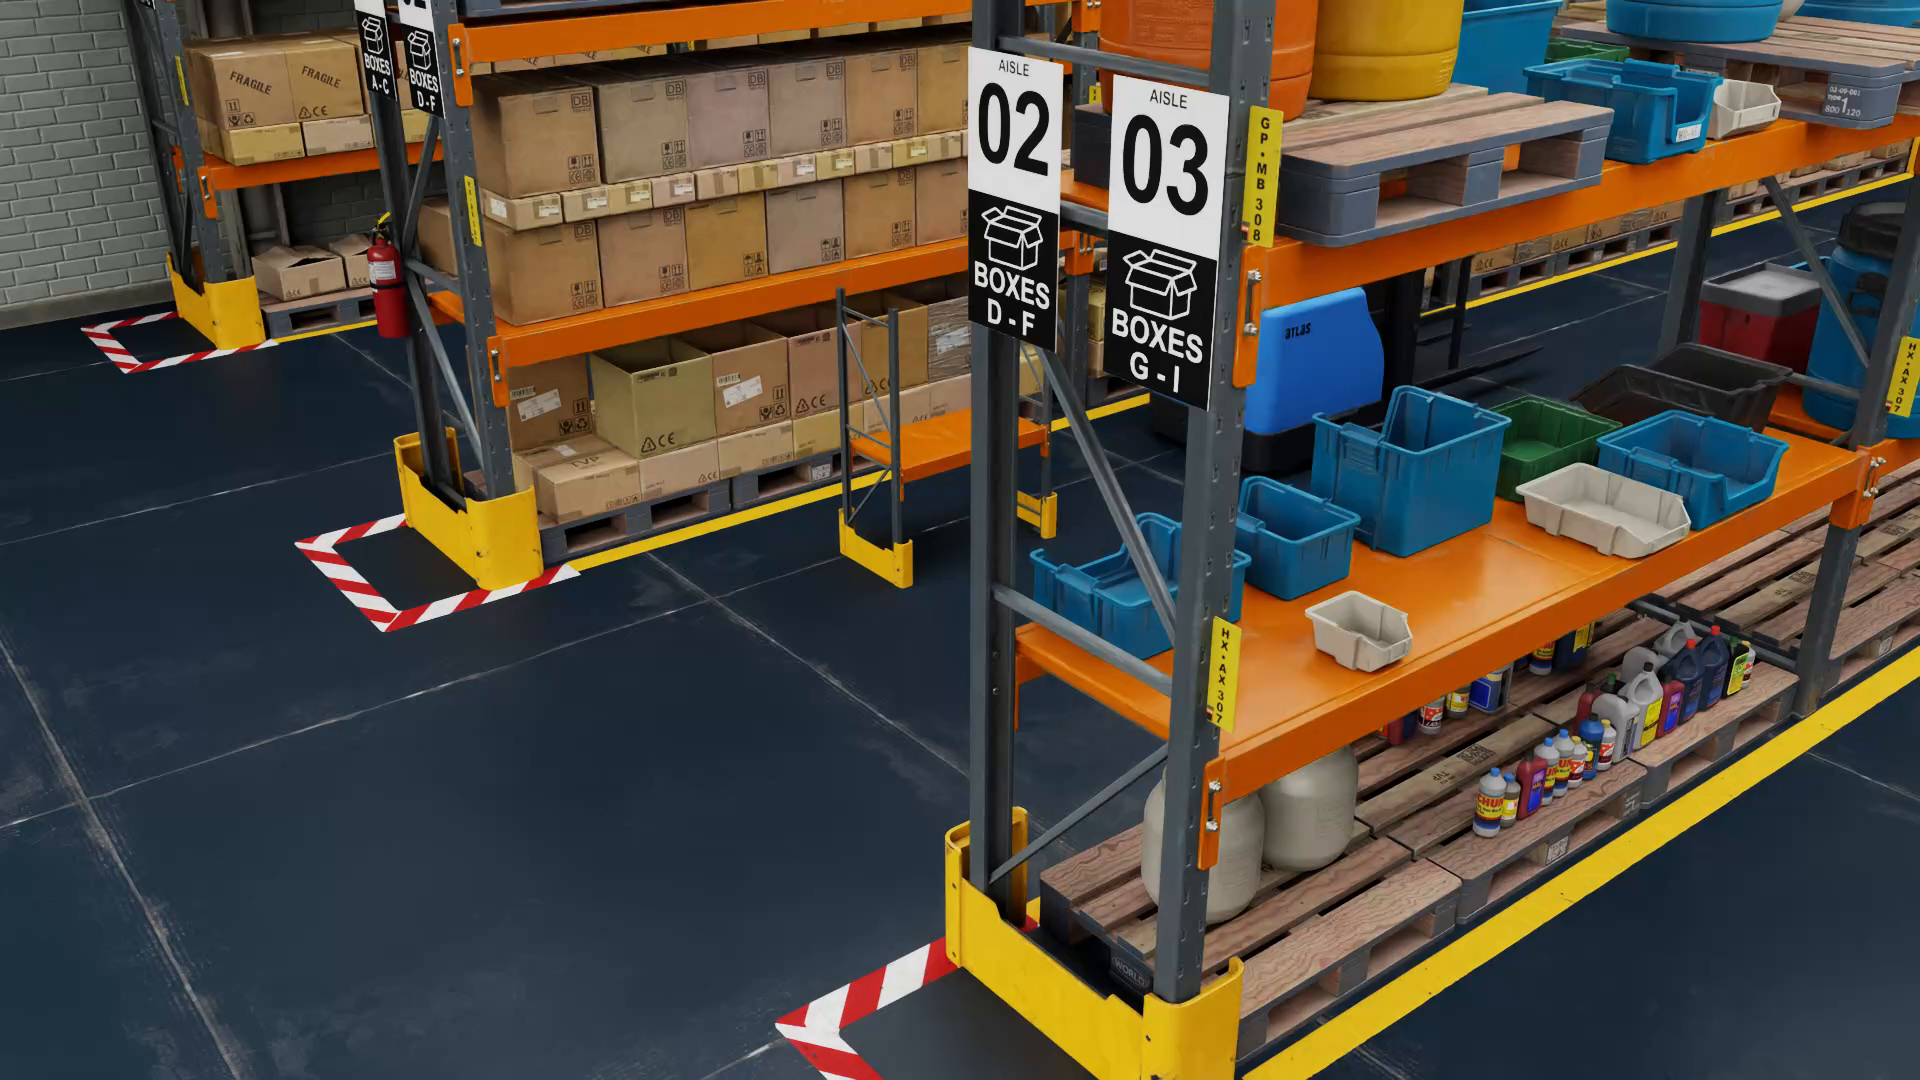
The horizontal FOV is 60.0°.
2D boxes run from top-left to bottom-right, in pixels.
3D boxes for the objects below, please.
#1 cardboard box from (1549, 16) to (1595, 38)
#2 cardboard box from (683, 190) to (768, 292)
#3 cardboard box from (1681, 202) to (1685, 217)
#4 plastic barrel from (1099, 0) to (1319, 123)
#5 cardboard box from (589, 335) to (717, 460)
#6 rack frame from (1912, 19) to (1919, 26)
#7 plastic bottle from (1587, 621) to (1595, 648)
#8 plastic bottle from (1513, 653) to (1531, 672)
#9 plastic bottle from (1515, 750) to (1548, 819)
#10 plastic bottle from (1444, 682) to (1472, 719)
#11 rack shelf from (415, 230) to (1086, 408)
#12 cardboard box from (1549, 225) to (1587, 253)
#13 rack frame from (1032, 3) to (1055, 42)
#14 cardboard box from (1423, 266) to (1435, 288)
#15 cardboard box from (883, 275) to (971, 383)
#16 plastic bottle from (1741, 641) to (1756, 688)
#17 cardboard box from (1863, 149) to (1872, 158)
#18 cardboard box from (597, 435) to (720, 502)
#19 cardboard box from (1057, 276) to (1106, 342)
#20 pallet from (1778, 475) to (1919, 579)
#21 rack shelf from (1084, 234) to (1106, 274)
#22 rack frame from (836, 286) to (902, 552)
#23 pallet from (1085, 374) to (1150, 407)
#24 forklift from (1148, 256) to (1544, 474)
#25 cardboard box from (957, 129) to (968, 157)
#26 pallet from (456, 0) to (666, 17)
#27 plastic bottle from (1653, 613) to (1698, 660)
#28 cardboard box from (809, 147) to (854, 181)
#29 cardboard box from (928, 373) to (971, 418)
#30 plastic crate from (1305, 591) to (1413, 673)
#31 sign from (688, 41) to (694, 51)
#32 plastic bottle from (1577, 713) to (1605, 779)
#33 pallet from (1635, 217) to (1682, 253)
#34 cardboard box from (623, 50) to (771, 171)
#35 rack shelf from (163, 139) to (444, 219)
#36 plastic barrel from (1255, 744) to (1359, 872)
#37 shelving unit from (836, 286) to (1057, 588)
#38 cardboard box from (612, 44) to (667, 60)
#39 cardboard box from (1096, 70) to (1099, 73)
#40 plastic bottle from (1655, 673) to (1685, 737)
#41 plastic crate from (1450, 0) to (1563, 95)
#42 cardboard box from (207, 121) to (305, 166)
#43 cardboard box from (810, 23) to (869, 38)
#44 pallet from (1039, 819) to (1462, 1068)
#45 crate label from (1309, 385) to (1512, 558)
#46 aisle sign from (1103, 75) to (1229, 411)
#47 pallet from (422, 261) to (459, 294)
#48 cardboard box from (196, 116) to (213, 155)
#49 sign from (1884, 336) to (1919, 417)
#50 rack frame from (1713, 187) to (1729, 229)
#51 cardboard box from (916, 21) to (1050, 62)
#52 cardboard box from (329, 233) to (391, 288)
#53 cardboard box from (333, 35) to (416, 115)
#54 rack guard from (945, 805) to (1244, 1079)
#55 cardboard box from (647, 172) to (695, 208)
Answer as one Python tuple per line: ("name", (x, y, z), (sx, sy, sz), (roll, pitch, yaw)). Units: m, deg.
("cardboard box", (4.892, -4.019, 13.728), (0.500, 0.500, 0.700), (-12, 28, -24))
("cardboard box", (-1.487, -1.757, 9.353), (0.500, 0.500, 0.700), (-18, 30, -34))
("cardboard box", (6.565, -3.289, 15.221), (0.500, 0.500, 0.500), (-18, 31, -34))
("plastic barrel", (0.691, -1.602, 4.566), (0.708, 0.830, 0.600), (-18, 31, -34))
("cardboard box", (-1.715, -0.809, 9.306), (0.500, 0.500, 0.500), (-18, 31, -34))
("rack frame", (3.534, -3.448, 5.989), (0.127, 3.000, 1.000), (-18, 31, -34))
("plastic bottle", (2.842, 0.372, 7.590), (0.133, 0.283, 0.061), (-18, 31, -34))
("plastic bottle", (2.495, 0.397, 7.456), (0.185, 0.351, 0.144), (-20, 31, -36))
("plastic bottle", (2.195, 0.925, 6.399), (0.133, 0.283, 0.061), (-18, 30, -33))
("plastic bottle", (2.123, 0.652, 7.084), (0.097, 0.201, 0.097), (0, 25, 0))
("rack shelf", (-1.093, -1.523, 9.822), (4.000, 0.370, 1.077), (-18, 31, -34))
("cardboard box", (4.969, -2.763, 14.087), (0.500, 0.500, 0.500), (-19, 31, -35))
("rack frame", (0.569, -5.048, 16.563), (0.127, 3.000, 1.000), (-18, 31, -34))
("cardboard box", (3.365, -2.133, 13.051), (0.500, 0.250, 0.500), (-17, 30, -33))
("cardboard box", (-0.150, -1.333, 10.435), (0.500, 0.500, 0.500), (-18, 31, -34))
("plastic bottle", (3.441, 0.541, 7.323), (0.097, 0.201, 0.097), (0, 25, 0))
("cardboard box", (9.274, -4.102, 17.368), (0.250, 0.166, 0.380), (-18, 31, -34))
("cardboard box", (-1.716, -0.469, 9.465), (0.500, 0.250, 0.500), (-18, 31, -34))
("cardboard box", (0.960, -1.591, 11.216), (0.500, 0.311, 0.500), (-18, 30, -34))
("pallet", (5.089, 0.003, 8.993), (1.213, 0.211, 1.003), (-18, 31, -34))
("rack shelf", (2.055, -2.562, 12.061), (4.000, 0.370, 1.077), (-18, 31, -34))
("rack frame", (-0.467, -0.526, 8.602), (0.032, 1.500, 0.500), (-18, 31, -34))
("pallet", (1.036, -1.308, 11.817), (1.213, 0.211, 1.003), (-18, 31, -34))
("forklift", (2.686, -2.211, 10.532), (3.031, 2.935, 1.130), (-18, 30, -33))
("cardboard box", (-0.001, -2.434, 10.042), (0.250, 0.149, 0.380), (-19, 31, -35))
("pallet", (-2.095, -2.825, 8.316), (1.213, 0.211, 1.003), (-18, 31, -34))
("plastic bottle", (3.116, 0.490, 7.254), (0.185, 0.351, 0.144), (-18, 31, -34))
("cardboard box", (-0.808, -2.167, 9.467), (0.250, 0.149, 0.380), (-17, 30, -32))
("cardboard box", (-0.149, -0.992, 10.592), (0.500, 0.250, 0.500), (-18, 31, -34))
("plastic crate", (1.289, 0.306, 5.340), (0.250, 0.136, 0.298), (-18, 31, -34))
("sign", (-2.238, -4.223, 13.759), (0.005, 0.325, 0.100), (-18, 31, -34))
("plastic bottle", (2.514, 0.815, 6.649), (0.097, 0.271, 0.097), (0, 25, 0))
("pallet", (6.159, -2.958, 15.373), (1.213, 0.211, 1.003), (-18, 31, -34))
("cardboard box", (-1.443, -2.364, 9.120), (0.500, 0.500, 0.700), (-18, 30, -34))
("rack shelf", (-4.153, -3.163, 13.356), (4.000, 0.370, 1.077), (-18, 31, -34))
("plastic barrel", (1.252, 0.924, 6.152), (0.421, 0.512, 0.421), (0, 25, 0))
("shelving unit", (-0.060, -0.661, 8.892), (1.083, 1.500, 0.587), (-18, 31, -34))
("cardboard box", (-2.760, -4.064, 13.708), (0.500, 0.500, 0.500), (-18, 31, -34))
("cardboard box", (1.922, -4.636, 17.731), (0.750, 0.750, 0.750), (-18, 31, -34))
("plastic bottle", (2.952, 0.675, 6.937), (0.133, 0.283, 0.061), (-16, 29, -31))
("plastic crate", (1.701, -1.636, 5.668), (0.575, 0.384, 0.392), (-18, 31, -34))
("cardboard box", (-5.147, -2.932, 12.159), (0.500, 0.250, 0.500), (-19, 31, -35))
("cardboard box", (-1.214, -4.698, 15.169), (0.500, 0.500, 0.700), (-14, 28, -27))
("pallet", (1.060, 1.333, 6.127), (1.213, 0.211, 1.003), (-18, 31, -34))
("crate label", (1.668, -0.271, 6.229), (0.616, 0.435, 0.502), (-18, 31, -34))
("aisle sign", (0.511, -0.751, 4.217), (0.004, 0.787, 0.394), (-18, 31, -34))
("pallet", (-4.046, -2.239, 13.823), (1.213, 0.211, 1.003), (-18, 31, -34))
("cardboard box", (-5.478, -3.096, 12.512), (0.500, 0.250, 0.500), (-18, 30, -33))
("sign", (3.865, -0.667, 6.795), (0.005, 0.325, 0.100), (-18, 31, -34))
("rack frame", (6.776, -4.447, 15.268), (0.127, 3.000, 1.000), (-18, 31, -34))
("cardboard box", (0.135, -2.885, 10.243), (0.500, 0.500, 0.700), (-18, 30, -34))
("cardboard box", (-4.678, -2.247, 13.200), (0.500, 0.311, 0.500), (-15, 29, -30))
("cardboard box", (-4.360, -3.532, 12.561), (0.500, 0.500, 0.500), (-19, 31, -36))
("rack guard", (0.417, 1.411, 5.616), (0.348, 0.500, 1.175), (-18, 31, -34))
("cardboard box", (-1.622, -1.898, 8.887), (0.250, 0.149, 0.380), (-19, 31, -35))
